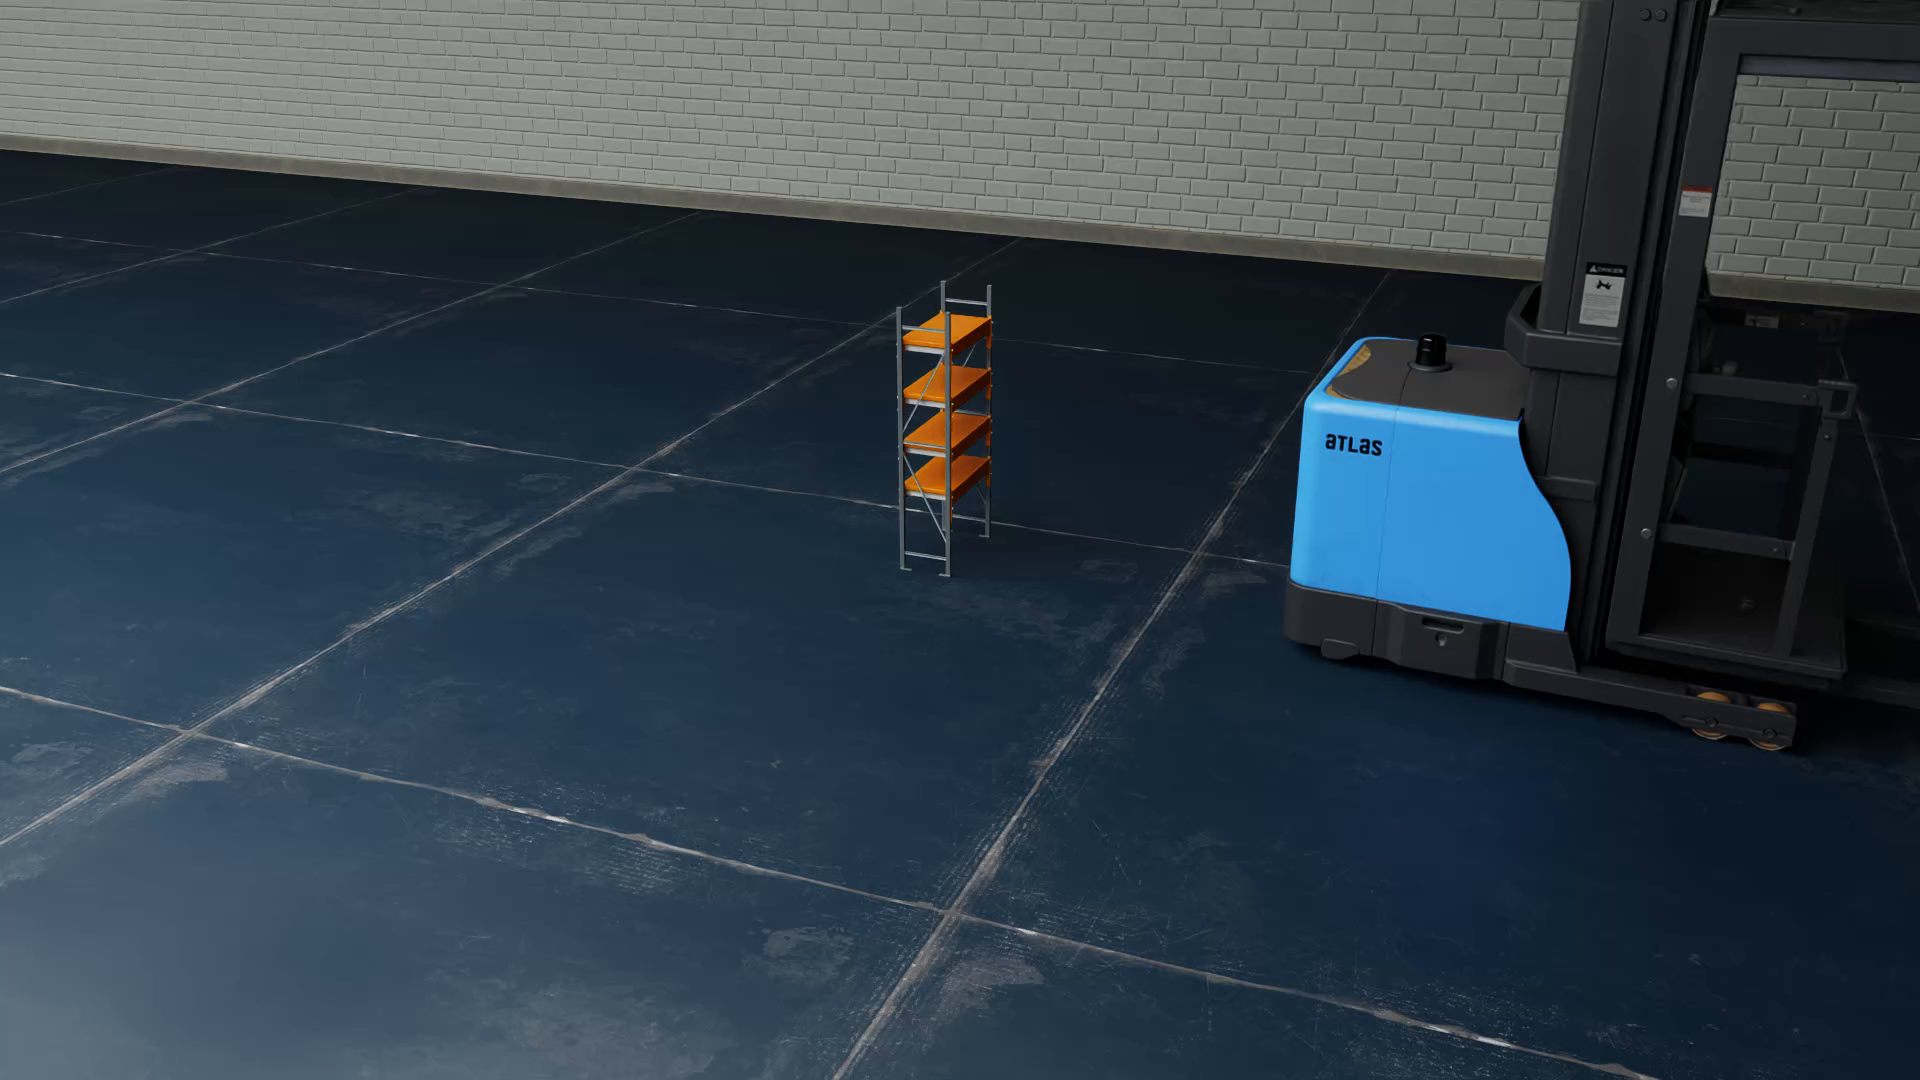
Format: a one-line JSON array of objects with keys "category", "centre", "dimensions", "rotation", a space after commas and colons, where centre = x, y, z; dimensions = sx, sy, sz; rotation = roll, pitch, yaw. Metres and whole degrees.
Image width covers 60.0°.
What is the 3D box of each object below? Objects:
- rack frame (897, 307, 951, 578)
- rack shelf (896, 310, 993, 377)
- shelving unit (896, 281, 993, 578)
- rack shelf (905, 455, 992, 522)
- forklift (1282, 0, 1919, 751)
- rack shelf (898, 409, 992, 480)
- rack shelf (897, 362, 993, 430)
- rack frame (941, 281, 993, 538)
[{"category": "rack frame", "centre": [-0.152, -0.407, 7.168], "dimensions": [0.240, 1.200, 0.015], "rotation": [9, 24, 20]}, {"category": "rack shelf", "centre": [-0.062, -0.857, 7.225], "dimensions": [0.258, 0.148, 0.480], "rotation": [9, 24, 20]}, {"category": "shelving unit", "centre": [-0.061, -0.494, 7.377], "dimensions": [0.258, 1.200, 0.503], "rotation": [9, 24, 20]}, {"category": "rack shelf", "centre": [-0.061, -0.249, 7.479], "dimensions": [0.258, 0.148, 0.480], "rotation": [9, 24, 20]}, {"category": "forklift", "centre": [2.853, -0.833, 5.942], "dimensions": [3.031, 2.935, 1.130], "rotation": [10, 25, 23]}, {"category": "rack shelf", "centre": [-0.061, -0.432, 7.403], "dimensions": [0.258, 0.148, 0.480], "rotation": [9, 24, 20]}, {"category": "rack shelf", "centre": [-0.061, -0.639, 7.317], "dimensions": [0.258, 0.148, 0.480], "rotation": [9, 24, 20]}, {"category": "rack frame", "centre": [0.029, -0.582, 7.586], "dimensions": [0.240, 1.200, 0.015], "rotation": [9, 24, 20]}]
